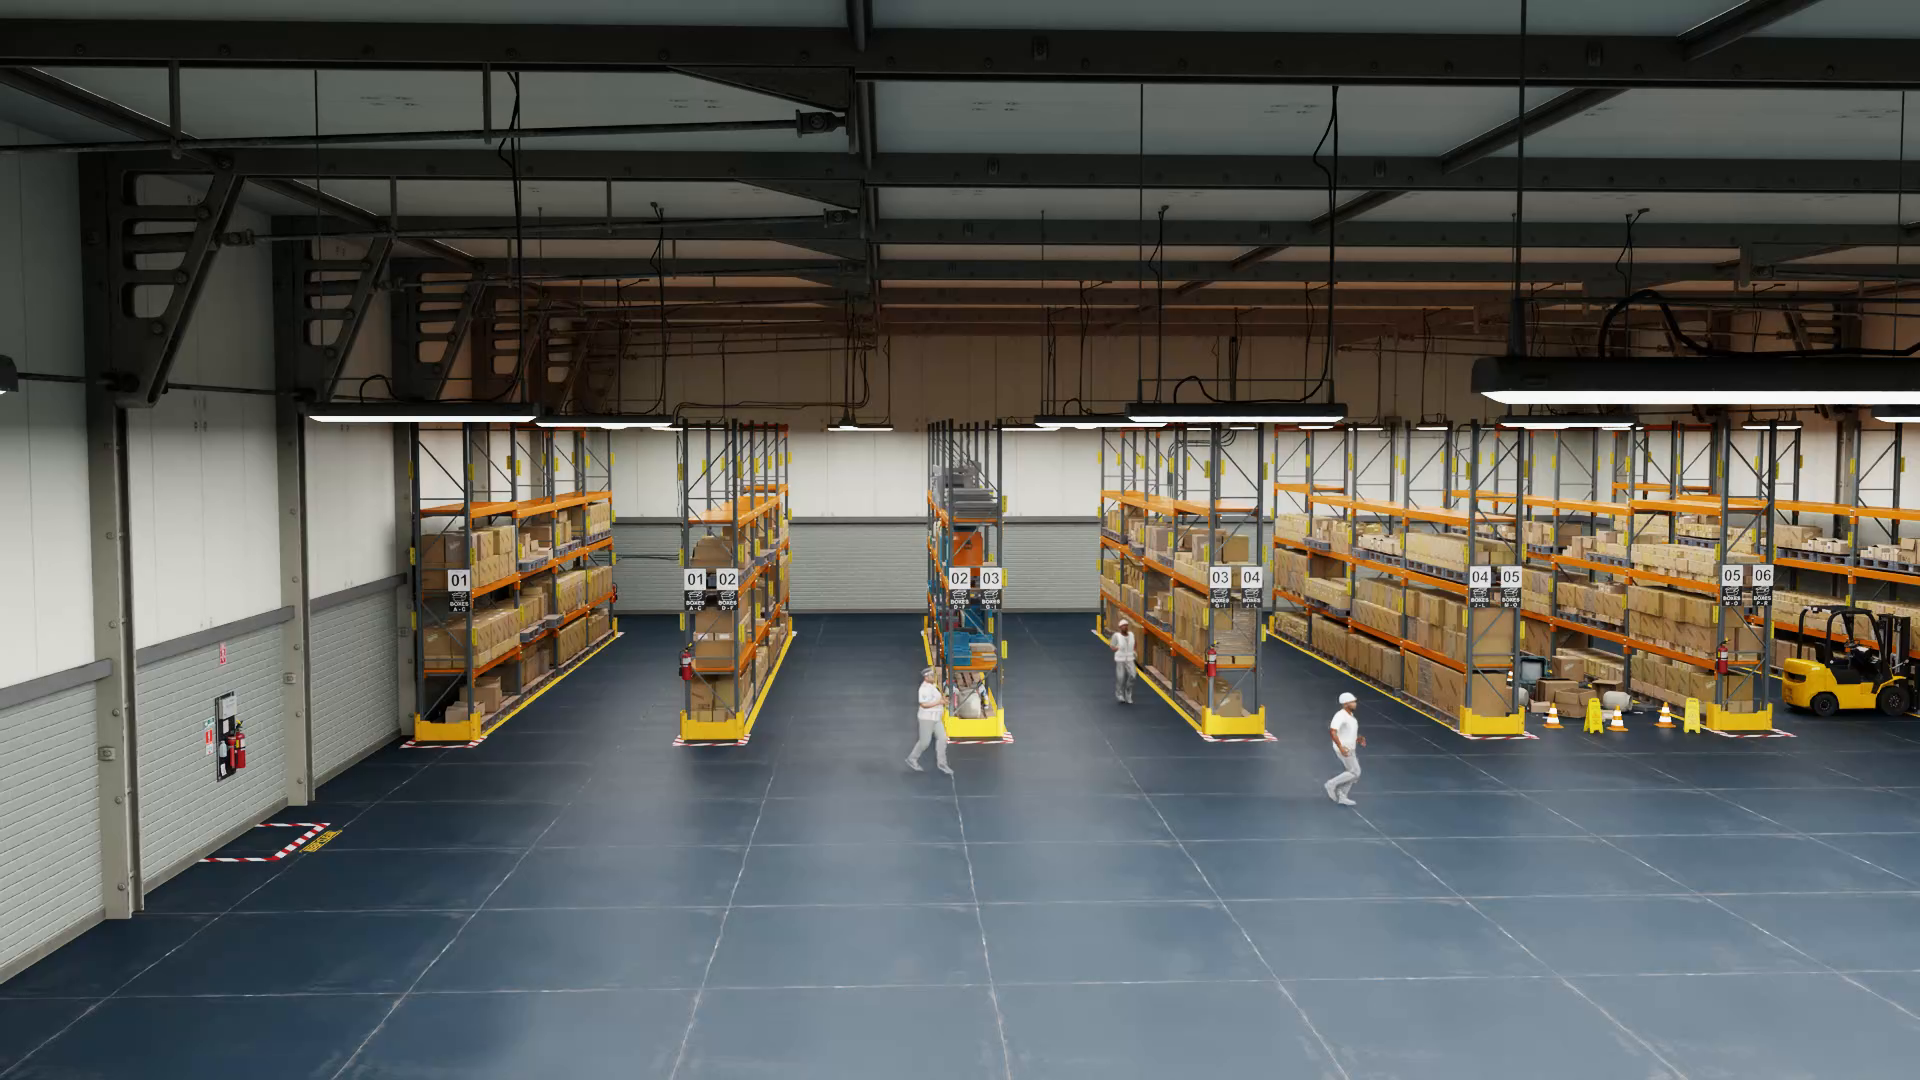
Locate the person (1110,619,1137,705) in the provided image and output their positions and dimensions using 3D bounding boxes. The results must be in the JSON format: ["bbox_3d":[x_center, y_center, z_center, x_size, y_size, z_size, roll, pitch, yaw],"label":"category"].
[{"bbox_3d":[3.498,2.586,35.164,0.659,1.807,0.685,-1,4,-11],"label":"person"}]

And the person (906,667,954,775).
[{"bbox_3d":[-0.511,3.032,27.972,0.823,1.826,0.647,2,4,24],"label":"person"}]

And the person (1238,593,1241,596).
[{"bbox_3d":[8.411,1.763,48.533,0.589,1.732,0.779,-2,4,-26],"label":"person"}]

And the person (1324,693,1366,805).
[{"bbox_3d":[5.948,3.216,25.662,0.577,1.732,0.714,2,4,24],"label":"person"}]
